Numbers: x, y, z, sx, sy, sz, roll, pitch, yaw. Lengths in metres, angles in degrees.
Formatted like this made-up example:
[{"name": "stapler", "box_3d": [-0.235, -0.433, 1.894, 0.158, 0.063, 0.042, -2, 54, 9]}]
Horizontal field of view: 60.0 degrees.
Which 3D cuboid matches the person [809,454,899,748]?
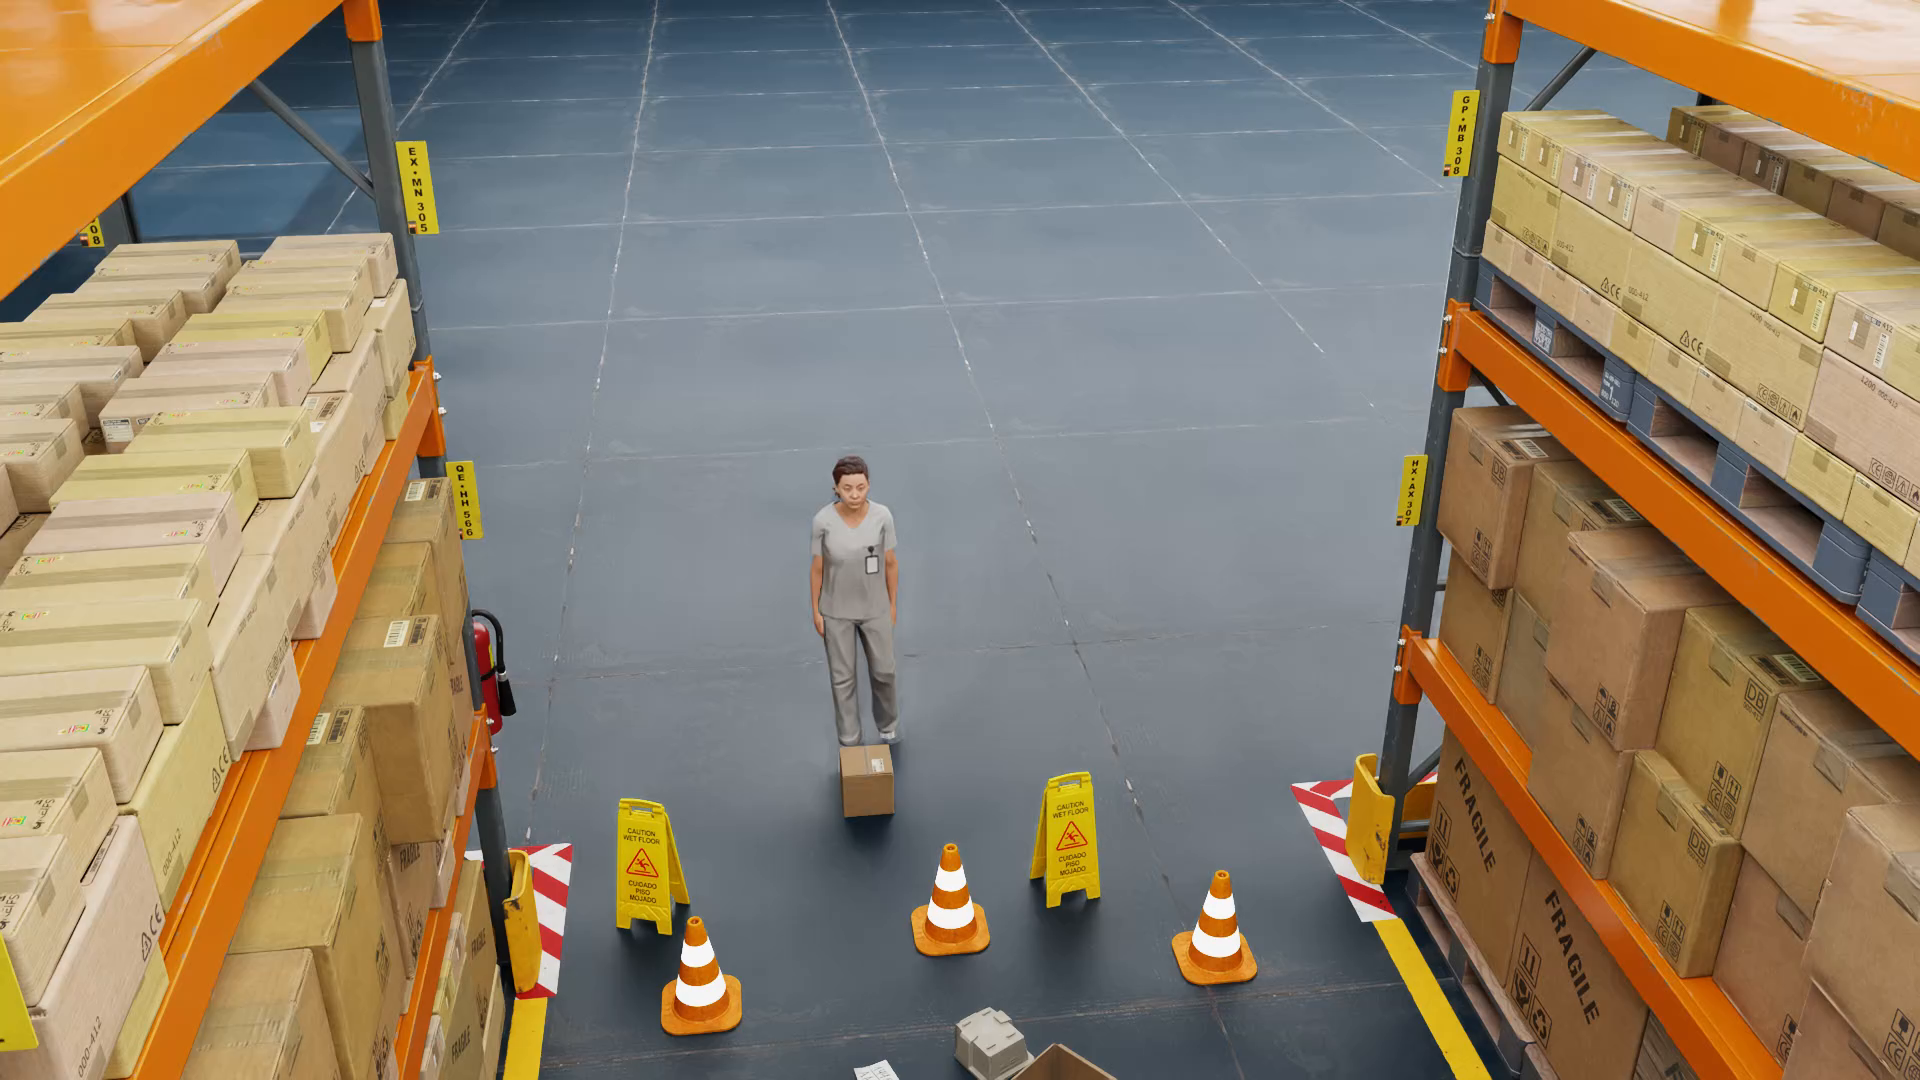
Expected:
[{"name": "person", "box_3d": [-0.527, 0.391, 8.424, 0.446, 1.750, 0.467, -3, 27, -7]}]
